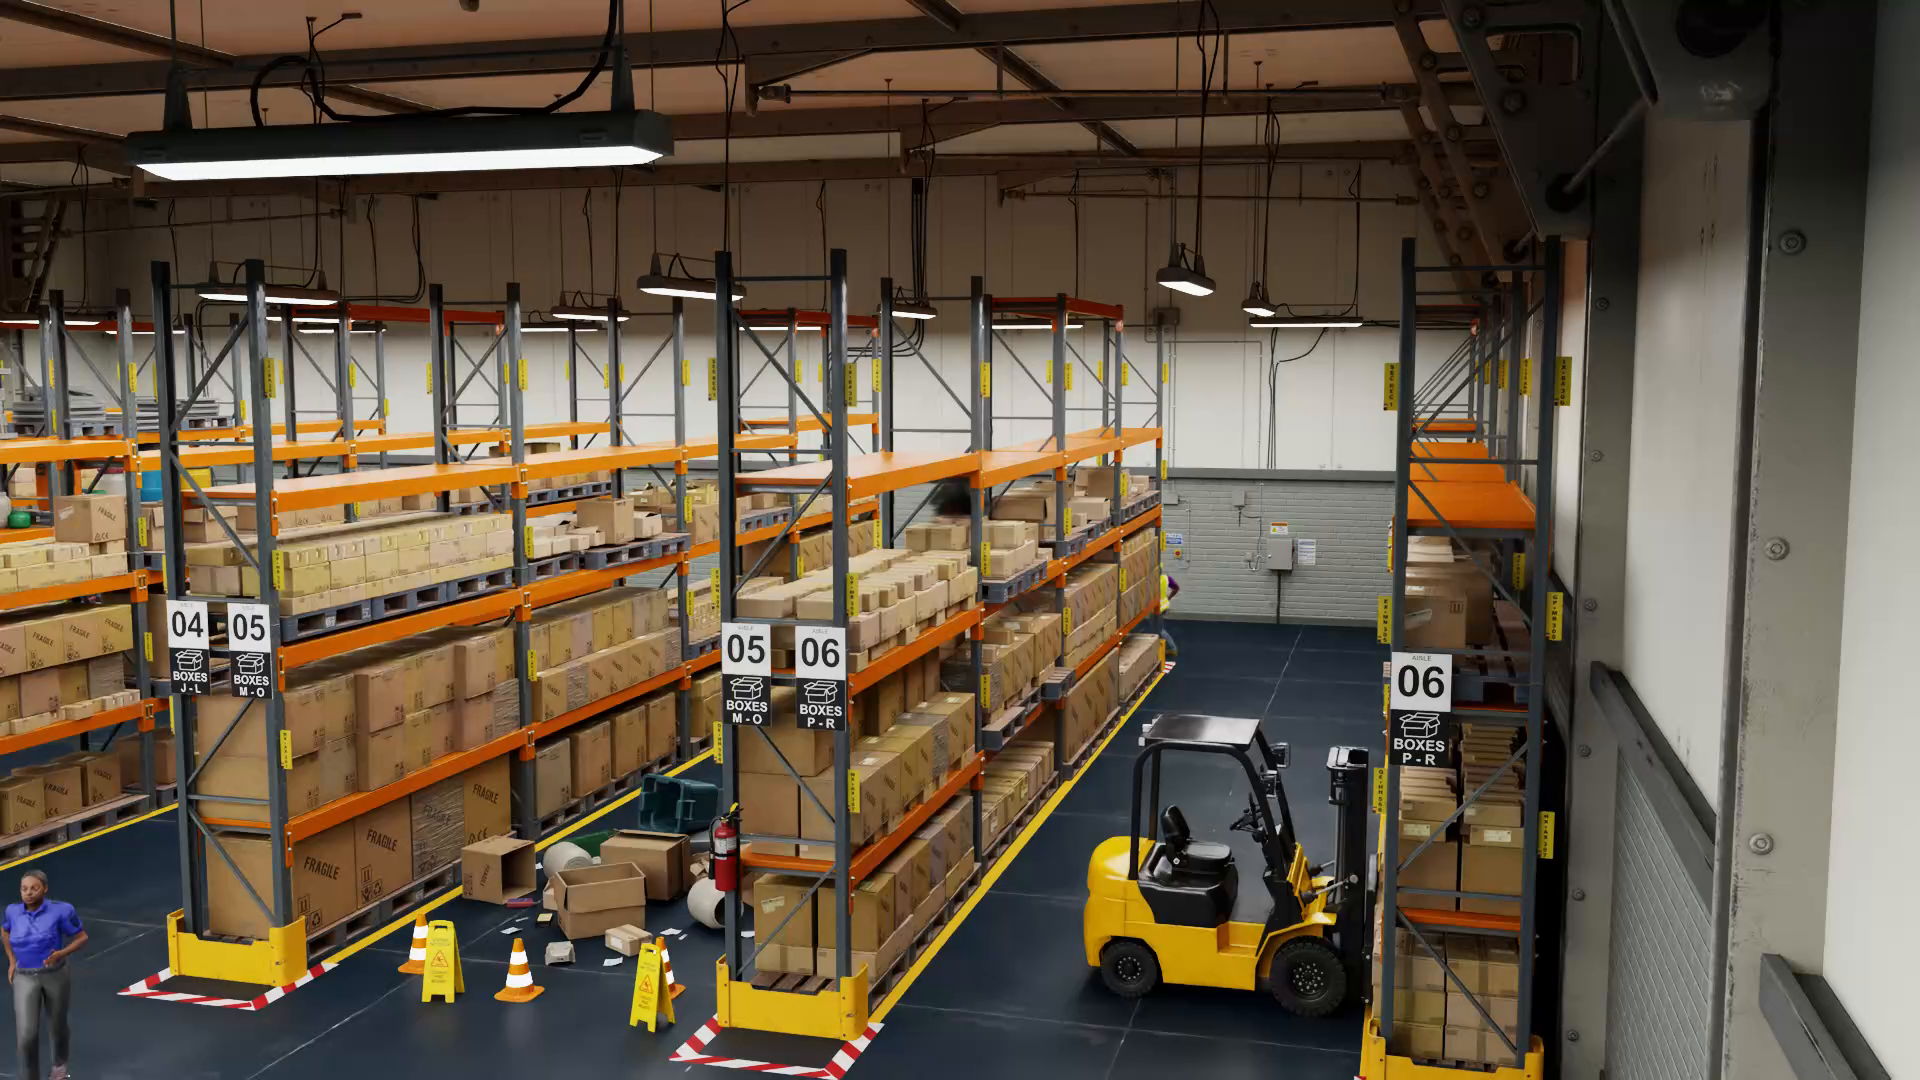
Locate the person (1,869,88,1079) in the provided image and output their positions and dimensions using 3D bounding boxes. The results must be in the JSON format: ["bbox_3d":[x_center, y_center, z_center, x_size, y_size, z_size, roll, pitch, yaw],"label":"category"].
[{"bbox_3d":[-6.410,3.130,11.663,0.568,1.694,0.758,-2,7,-22],"label":"person"}]

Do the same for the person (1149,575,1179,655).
[{"bbox_3d":[3.489,1.223,29.402,0.648,1.733,0.804,6,9,45],"label":"person"}]
